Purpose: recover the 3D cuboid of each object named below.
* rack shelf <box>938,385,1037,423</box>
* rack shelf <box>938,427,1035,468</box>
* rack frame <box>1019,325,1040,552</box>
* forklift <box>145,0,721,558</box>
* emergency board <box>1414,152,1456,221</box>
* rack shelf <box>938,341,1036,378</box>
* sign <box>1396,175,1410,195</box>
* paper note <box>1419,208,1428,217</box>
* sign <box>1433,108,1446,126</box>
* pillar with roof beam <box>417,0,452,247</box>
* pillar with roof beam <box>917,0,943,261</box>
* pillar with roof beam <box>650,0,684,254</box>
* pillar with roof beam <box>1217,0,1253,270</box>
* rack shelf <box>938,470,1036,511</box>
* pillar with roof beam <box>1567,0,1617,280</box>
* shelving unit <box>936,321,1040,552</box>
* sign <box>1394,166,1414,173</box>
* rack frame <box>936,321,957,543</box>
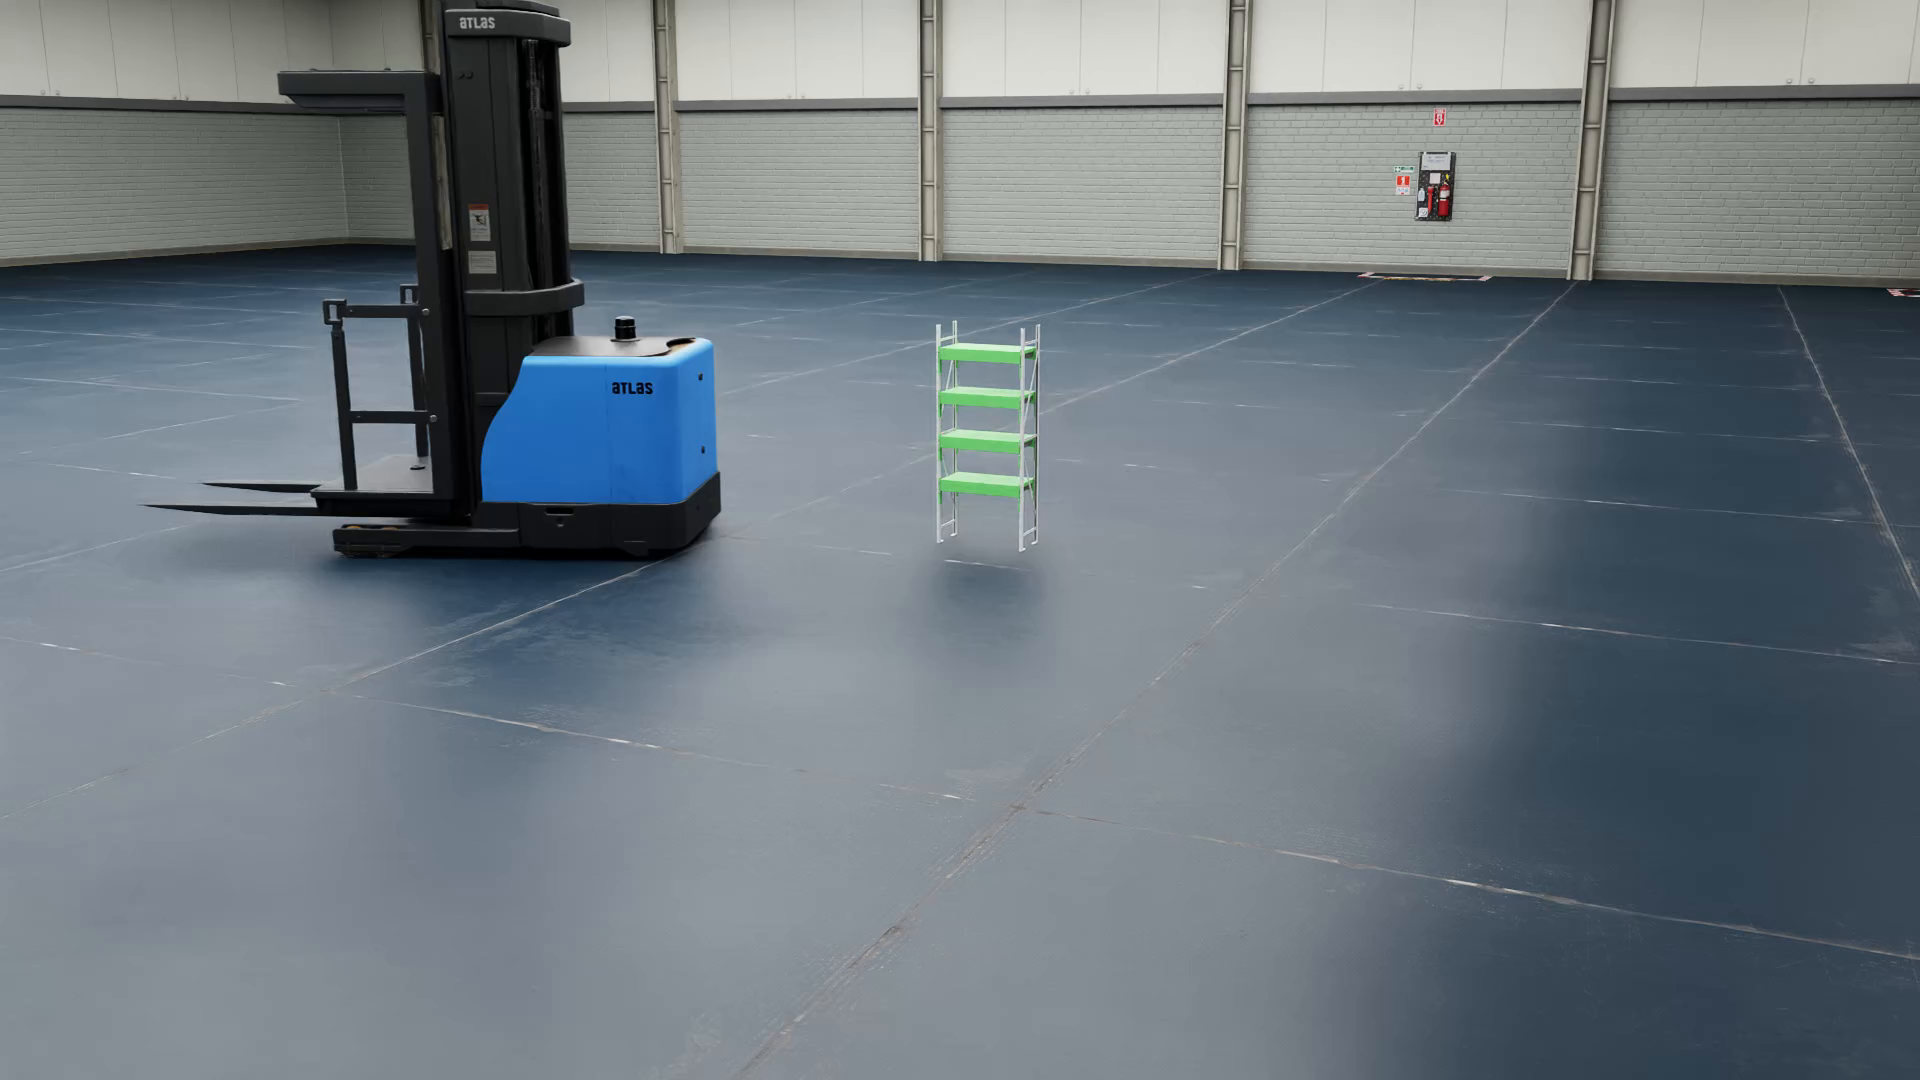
[{"bbox_3d":[0.151,-0.740,9.012,0.480,0.148,0.258,6,14,23],"label":"rack shelf"},{"bbox_3d":[0.151,-0.507,9.067,0.480,0.148,0.258,6,14,23],"label":"rack shelf"},{"bbox_3d":[0.374,-0.546,8.956,0.015,1.200,0.240,6,14,23],"label":"rack frame"},{"bbox_3d":[-2.929,-1.452,9.026,3.031,2.935,1.130,1,13,4],"label":"forklift"},{"bbox_3d":[8.158,-6.073,28.569,0.643,1.169,0.194,6,14,23],"label":"emergency board"},{"bbox_3d":[0.151,-0.974,8.957,0.480,0.148,0.258,6,14,23],"label":"rack shelf"},{"bbox_3d":[7.694,-6.163,28.875,0.234,0.329,0.001,6,14,23],"label":"sign"},{"bbox_3d":[8.024,-5.675,28.801,0.142,0.148,0.016,6,14,23],"label":"paper note"},{"bbox_3d":[8.191,-7.223,28.396,0.199,0.298,0.001,6,14,23],"label":"sign"},{"bbox_3d":[-13.285,-10.078,32.507,0.400,9.000,9.100,6,14,23],"label":"pillar with roof beam"},{"bbox_3d":[-2.313,-8.968,27.775,0.400,9.000,9.100,6,14,23],"label":"pillar with roof beam"},{"bbox_3d":[-7.799,-9.523,30.141,0.400,9.000,9.100,6,14,23],"label":"pillar with roof beam"},{"bbox_3d":[3.172,-8.413,25.410,0.400,9.000,9.100,6,14,23],"label":"pillar with roof beam"},{"bbox_3d":[0.151,-0.273,9.122,0.480,0.148,0.258,6,14,23],"label":"rack shelf"},{"bbox_3d":[8.658,-7.858,23.044,0.400,9.000,9.100,6,14,23],"label":"pillar with roof beam"},{"bbox_3d":[0.151,-0.569,9.052,0.503,1.200,0.258,6,14,23],"label":"shelving unit"},{"bbox_3d":[7.695,-6.419,28.805,0.331,0.109,0.001,6,14,23],"label":"sign"},{"bbox_3d":[-0.072,-0.591,9.149,0.015,1.200,0.240,6,14,23],"label":"rack frame"}]
